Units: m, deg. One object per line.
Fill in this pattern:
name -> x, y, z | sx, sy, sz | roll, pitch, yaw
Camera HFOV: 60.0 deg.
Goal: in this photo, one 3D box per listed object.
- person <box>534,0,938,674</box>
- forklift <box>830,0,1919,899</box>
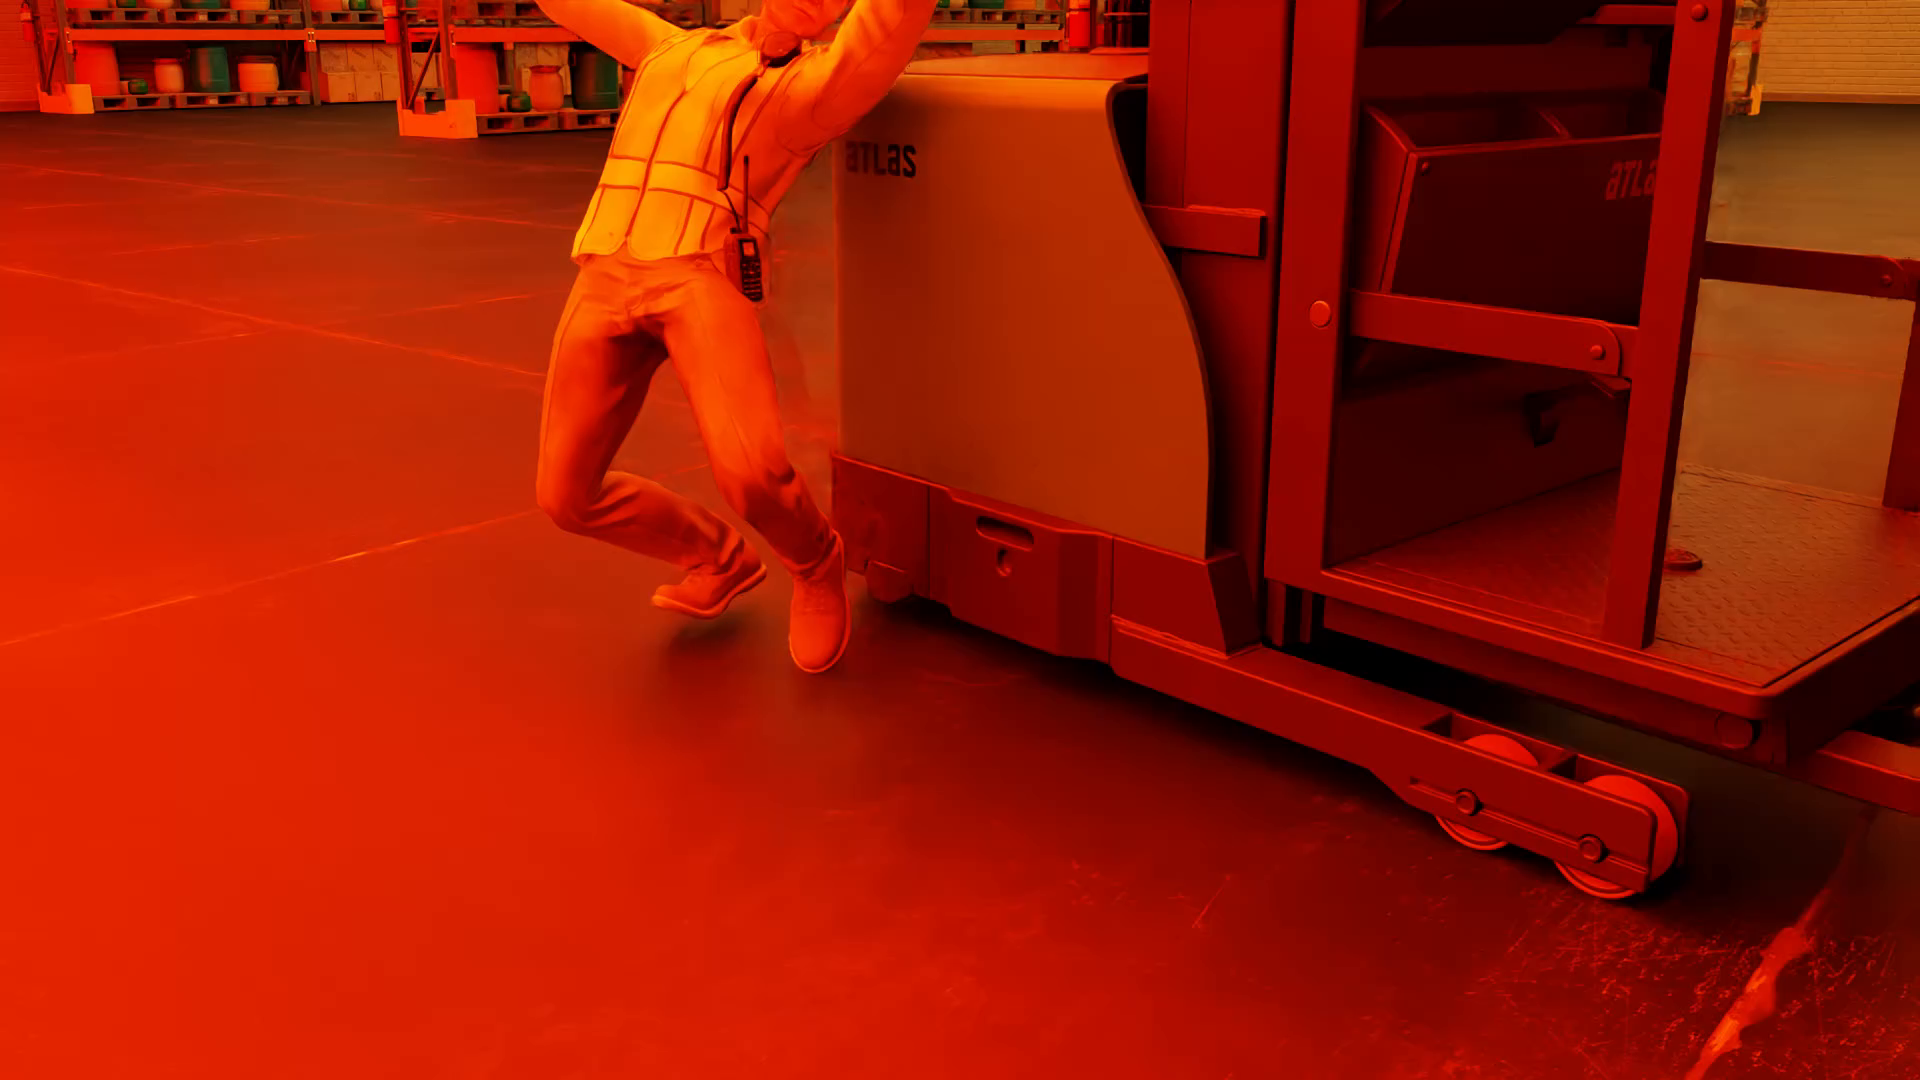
person -> -0.369, -0.525, 3.042 | 0.882, 1.536, 0.759 | 10, 19, 29
forklift -> 1.089, -1.073, 2.430 | 1.130, 2.935, 3.031 | -15, 22, -40
